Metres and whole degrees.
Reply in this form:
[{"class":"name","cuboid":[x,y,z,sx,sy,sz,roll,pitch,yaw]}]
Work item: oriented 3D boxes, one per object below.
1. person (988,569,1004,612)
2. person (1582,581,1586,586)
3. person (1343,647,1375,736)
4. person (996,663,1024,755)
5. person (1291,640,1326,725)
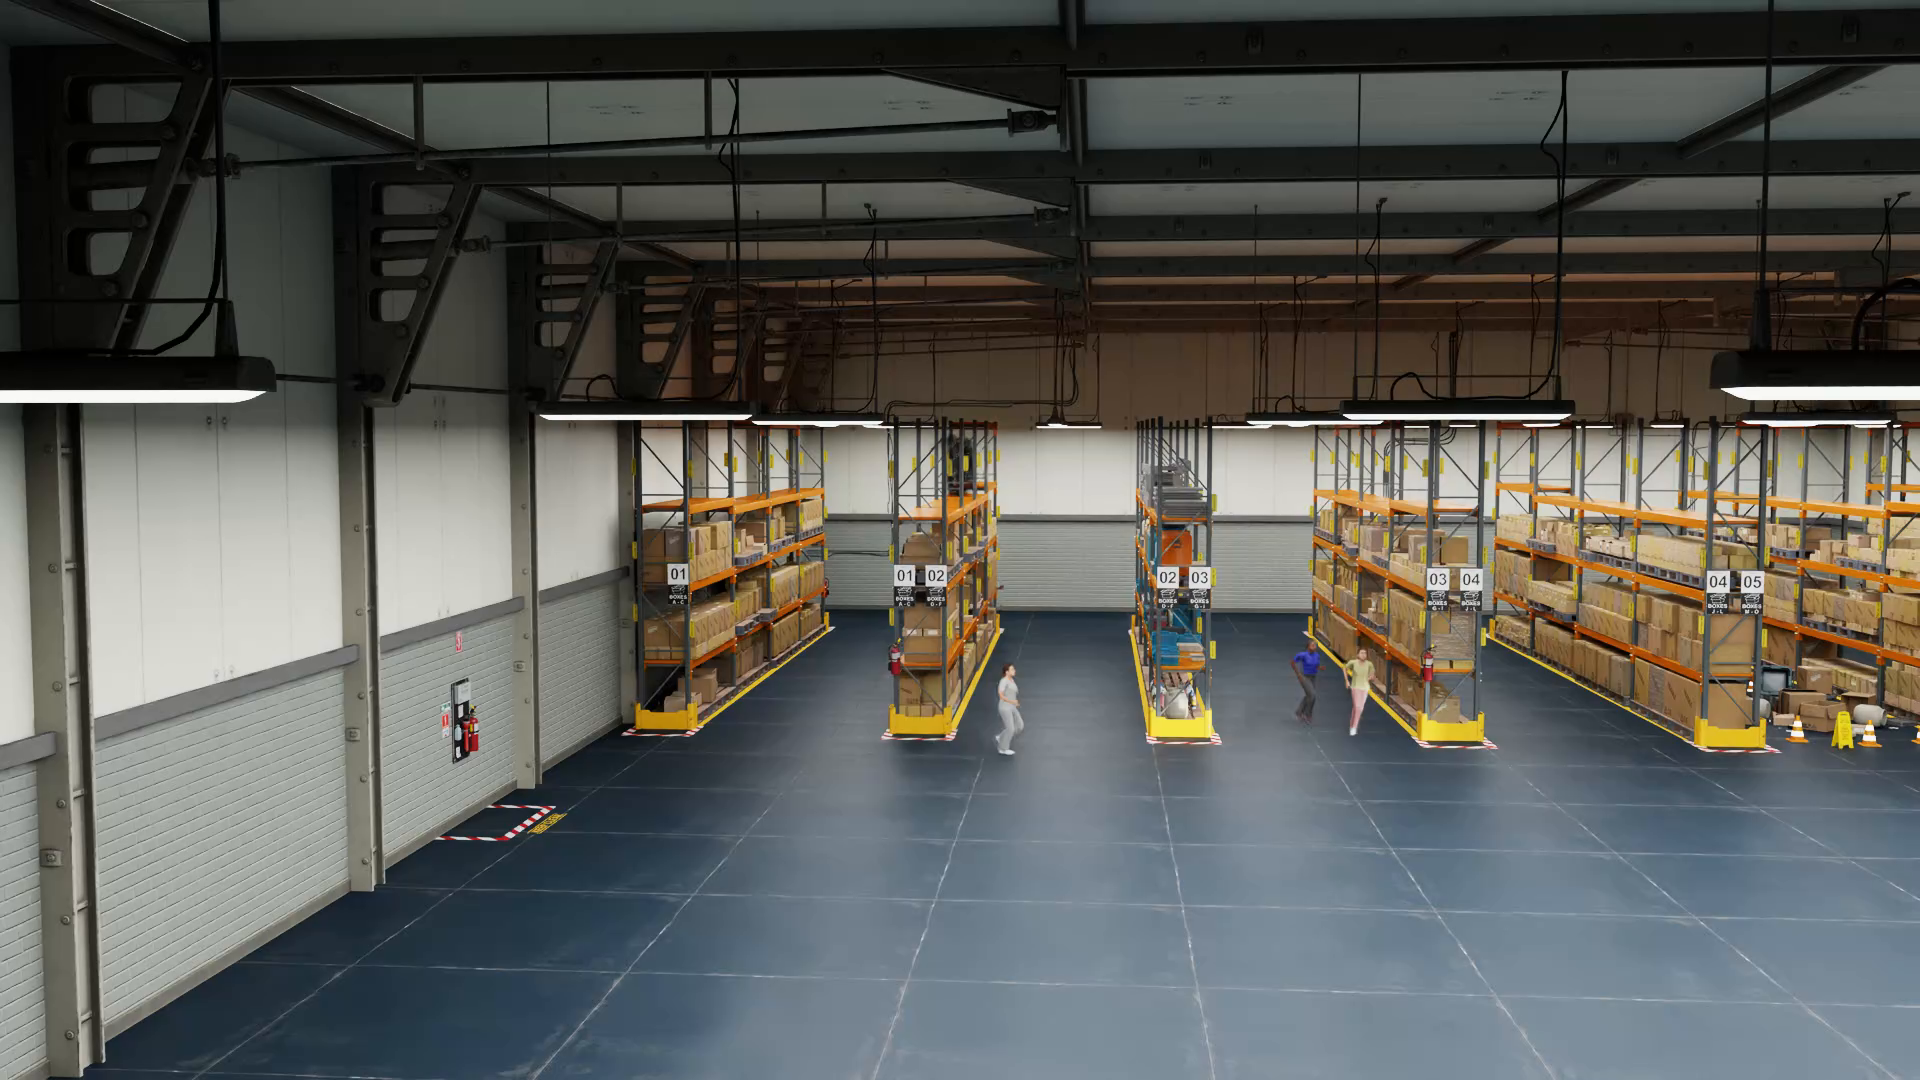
[{"class":"person","cuboid":[0.883,1.696,48.585,0.850,1.772,0.682,2,4,25]},{"class":"person","cuboid":[16.826,1.951,44.888,0.640,1.675,0.662,0,4,3]},{"class":"person","cuboid":[7.576,2.865,31.474,0.559,1.692,0.603,0,4,-1]},{"class":"person","cuboid":[0.856,2.985,29.403,0.553,1.632,0.567,2,4,27]},{"class":"person","cuboid":[6.828,2.791,32.559,0.577,1.697,0.766,-2,4,-30]}]
